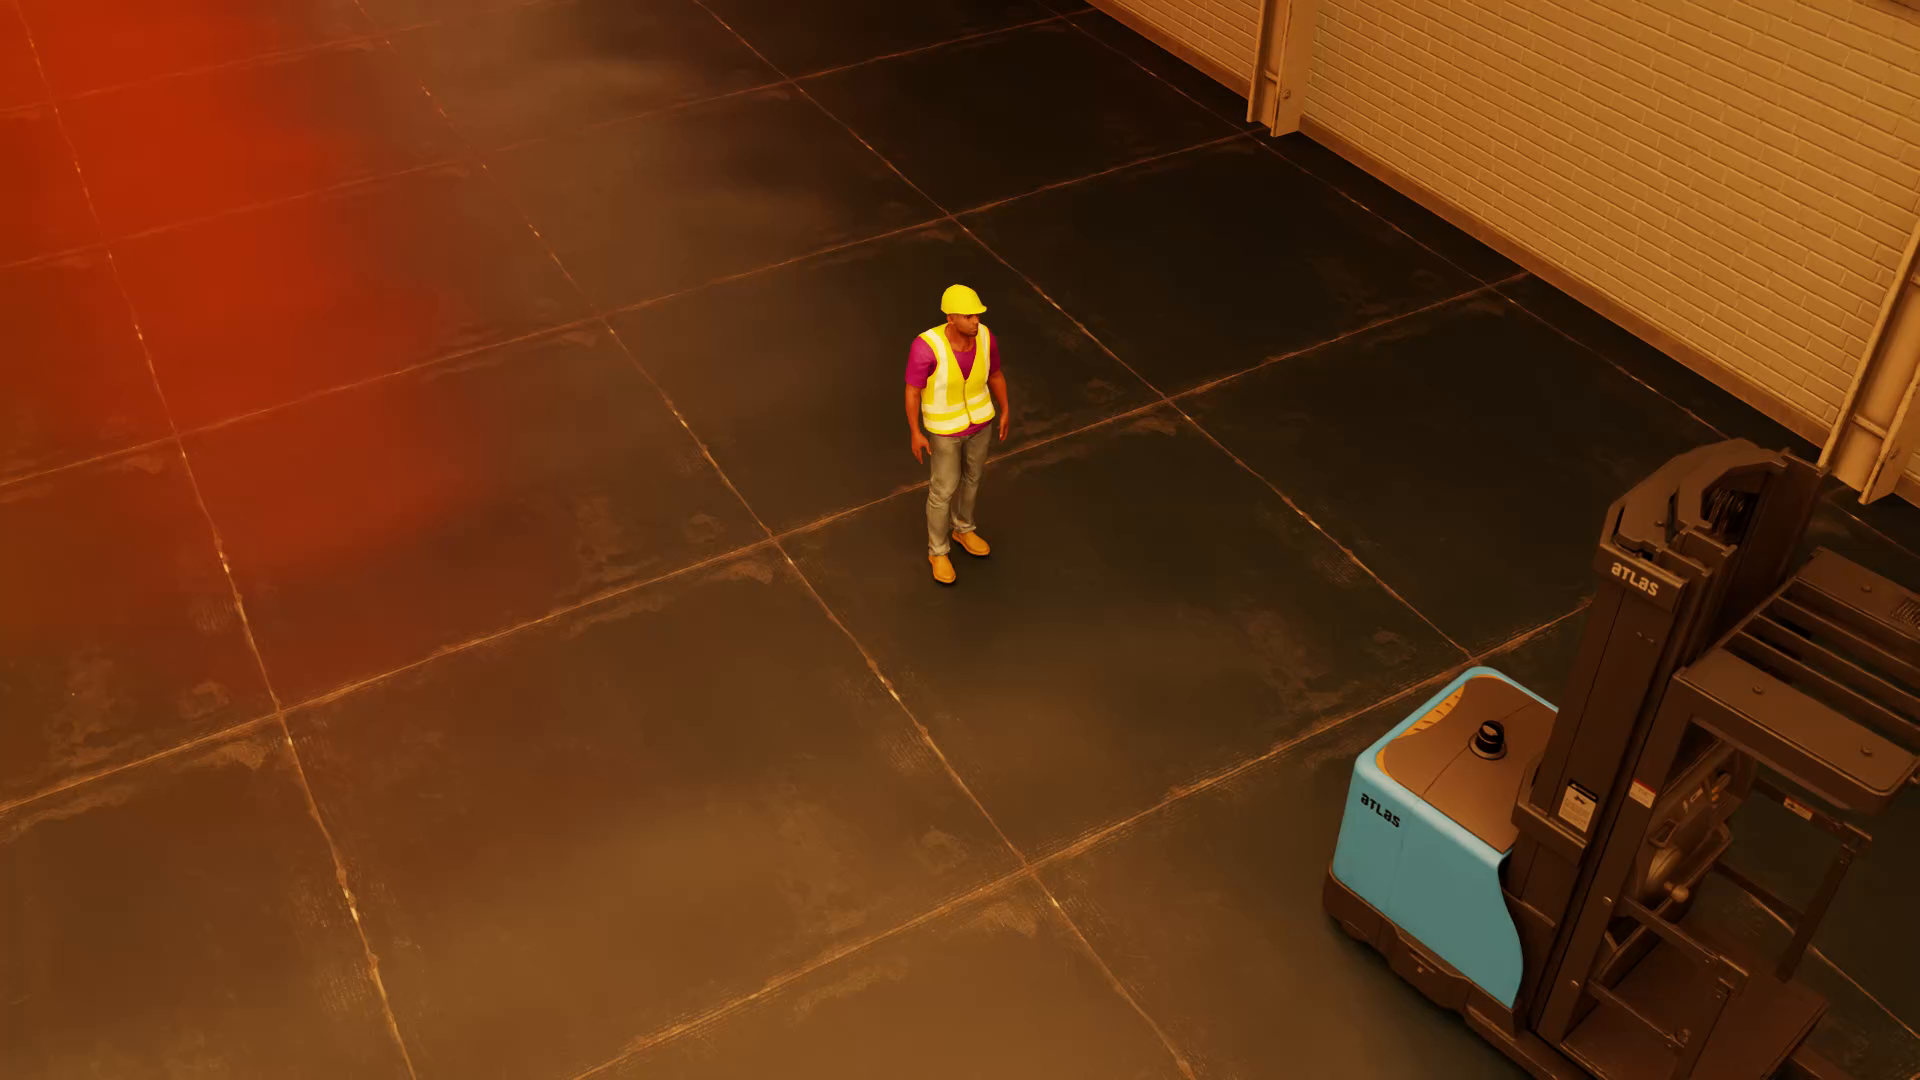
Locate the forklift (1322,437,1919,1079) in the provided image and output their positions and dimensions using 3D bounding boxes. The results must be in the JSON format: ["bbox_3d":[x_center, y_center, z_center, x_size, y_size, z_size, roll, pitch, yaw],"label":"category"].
[{"bbox_3d":[3.116,1.184,6.609,1.130,2.935,3.031,-30,48,-31],"label":"forklift"}]

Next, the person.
[{"bbox_3d":[0.029,-0.645,9.715,0.665,1.765,0.577,-20,44,-23],"label":"person"}]
